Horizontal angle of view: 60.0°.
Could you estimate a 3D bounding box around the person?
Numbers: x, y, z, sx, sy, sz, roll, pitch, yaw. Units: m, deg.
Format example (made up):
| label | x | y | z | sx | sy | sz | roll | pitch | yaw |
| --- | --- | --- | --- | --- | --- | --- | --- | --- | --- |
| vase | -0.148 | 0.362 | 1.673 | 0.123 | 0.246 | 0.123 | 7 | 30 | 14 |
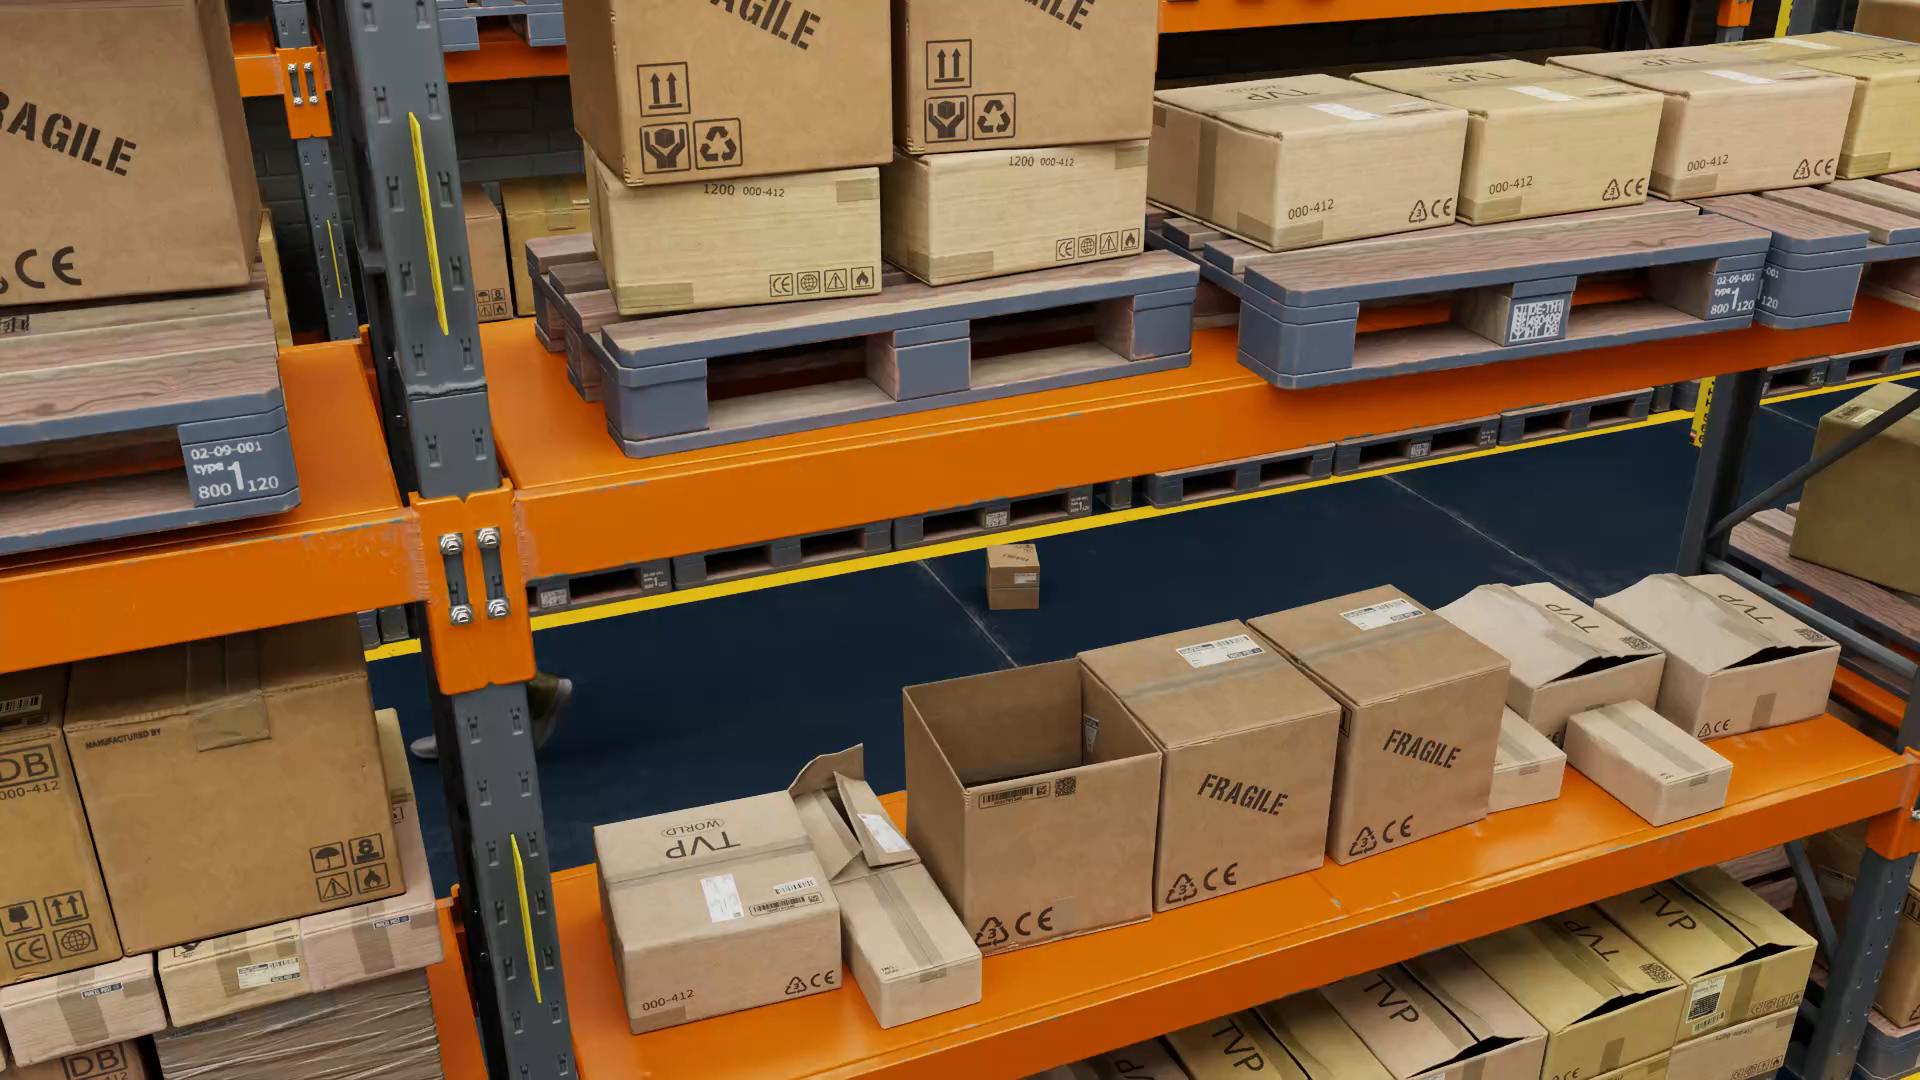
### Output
| label | x | y | z | sx | sy | sz | roll | pitch | yaw |
| --- | --- | --- | --- | --- | --- | --- | --- | --- | --- |
| person | -2.009 | 0.123 | 6.821 | 0.693 | 1.763 | 0.585 | -8 | 27 | -16 |
